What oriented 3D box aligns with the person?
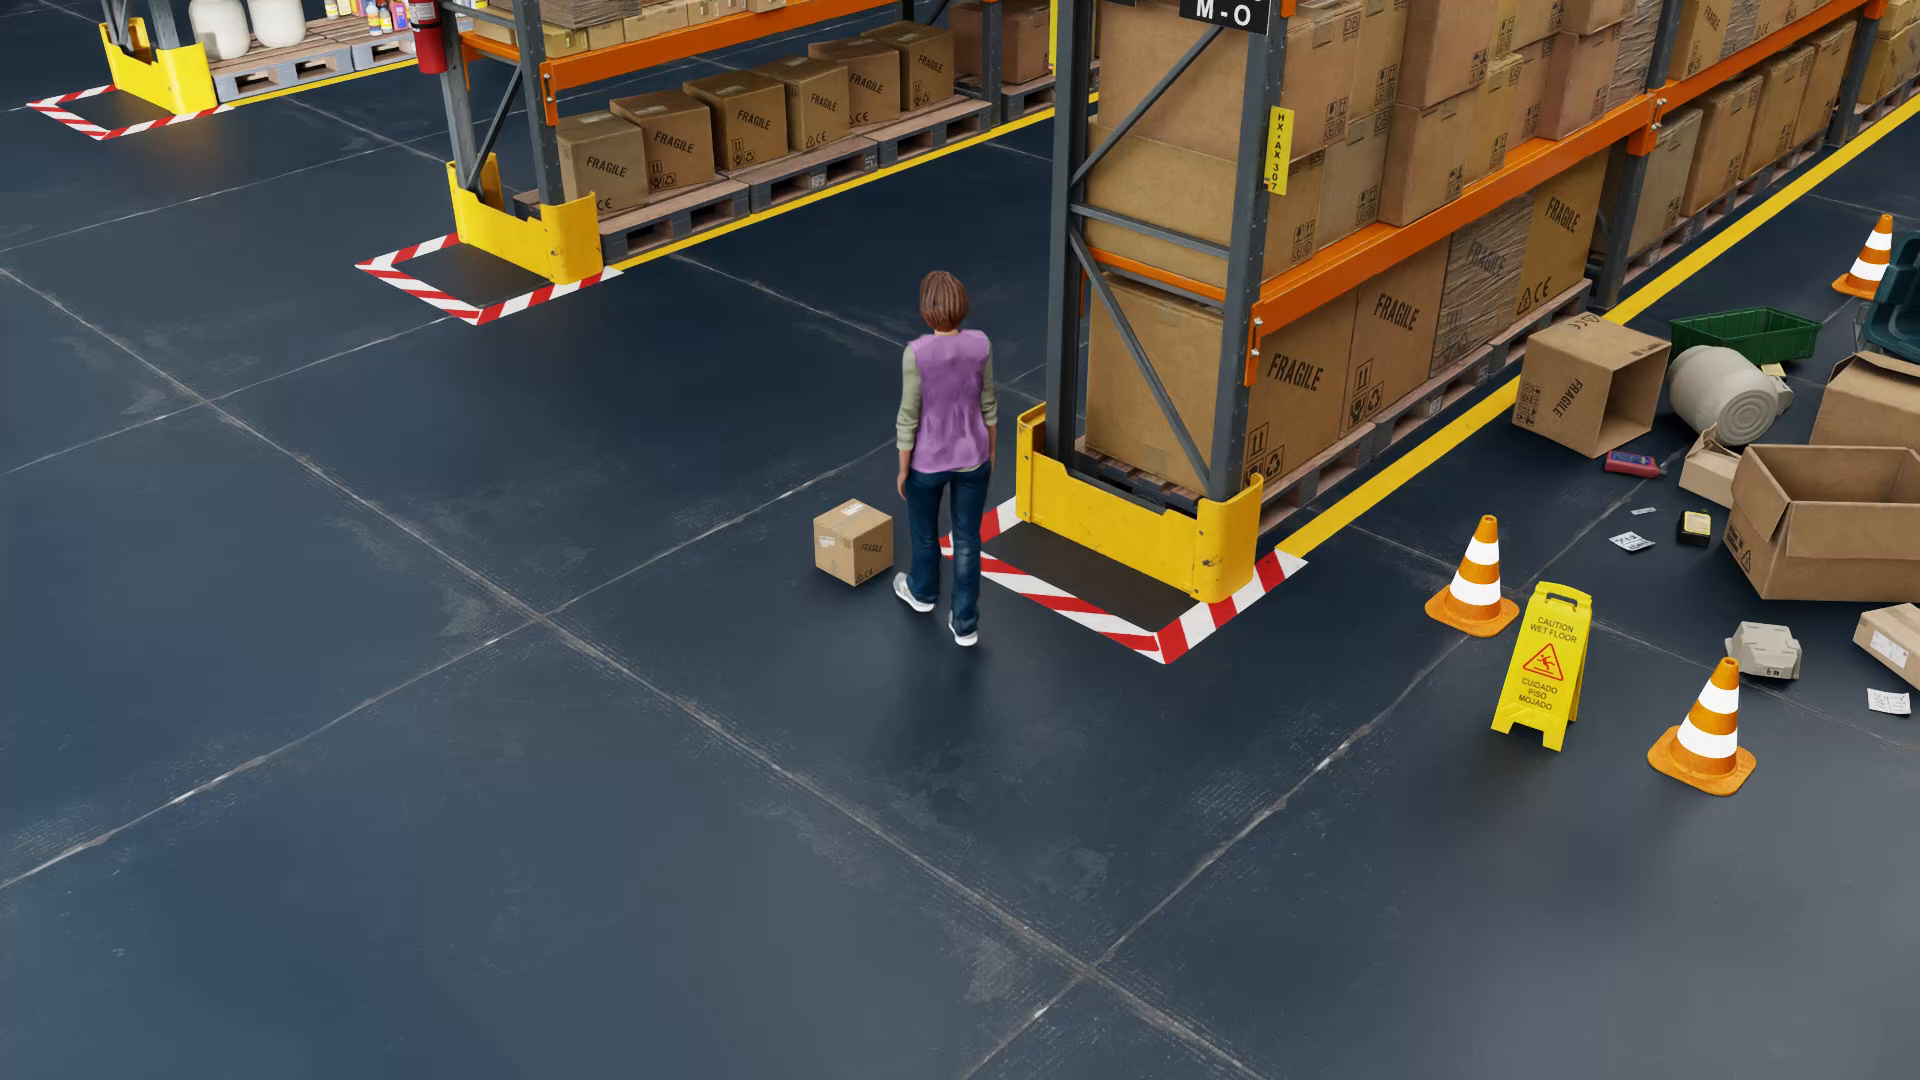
[{"bbox_3d":[-0.069,-0.348,6.680,0.424,1.589,0.598,-8,33,-12],"label":"person"}]
